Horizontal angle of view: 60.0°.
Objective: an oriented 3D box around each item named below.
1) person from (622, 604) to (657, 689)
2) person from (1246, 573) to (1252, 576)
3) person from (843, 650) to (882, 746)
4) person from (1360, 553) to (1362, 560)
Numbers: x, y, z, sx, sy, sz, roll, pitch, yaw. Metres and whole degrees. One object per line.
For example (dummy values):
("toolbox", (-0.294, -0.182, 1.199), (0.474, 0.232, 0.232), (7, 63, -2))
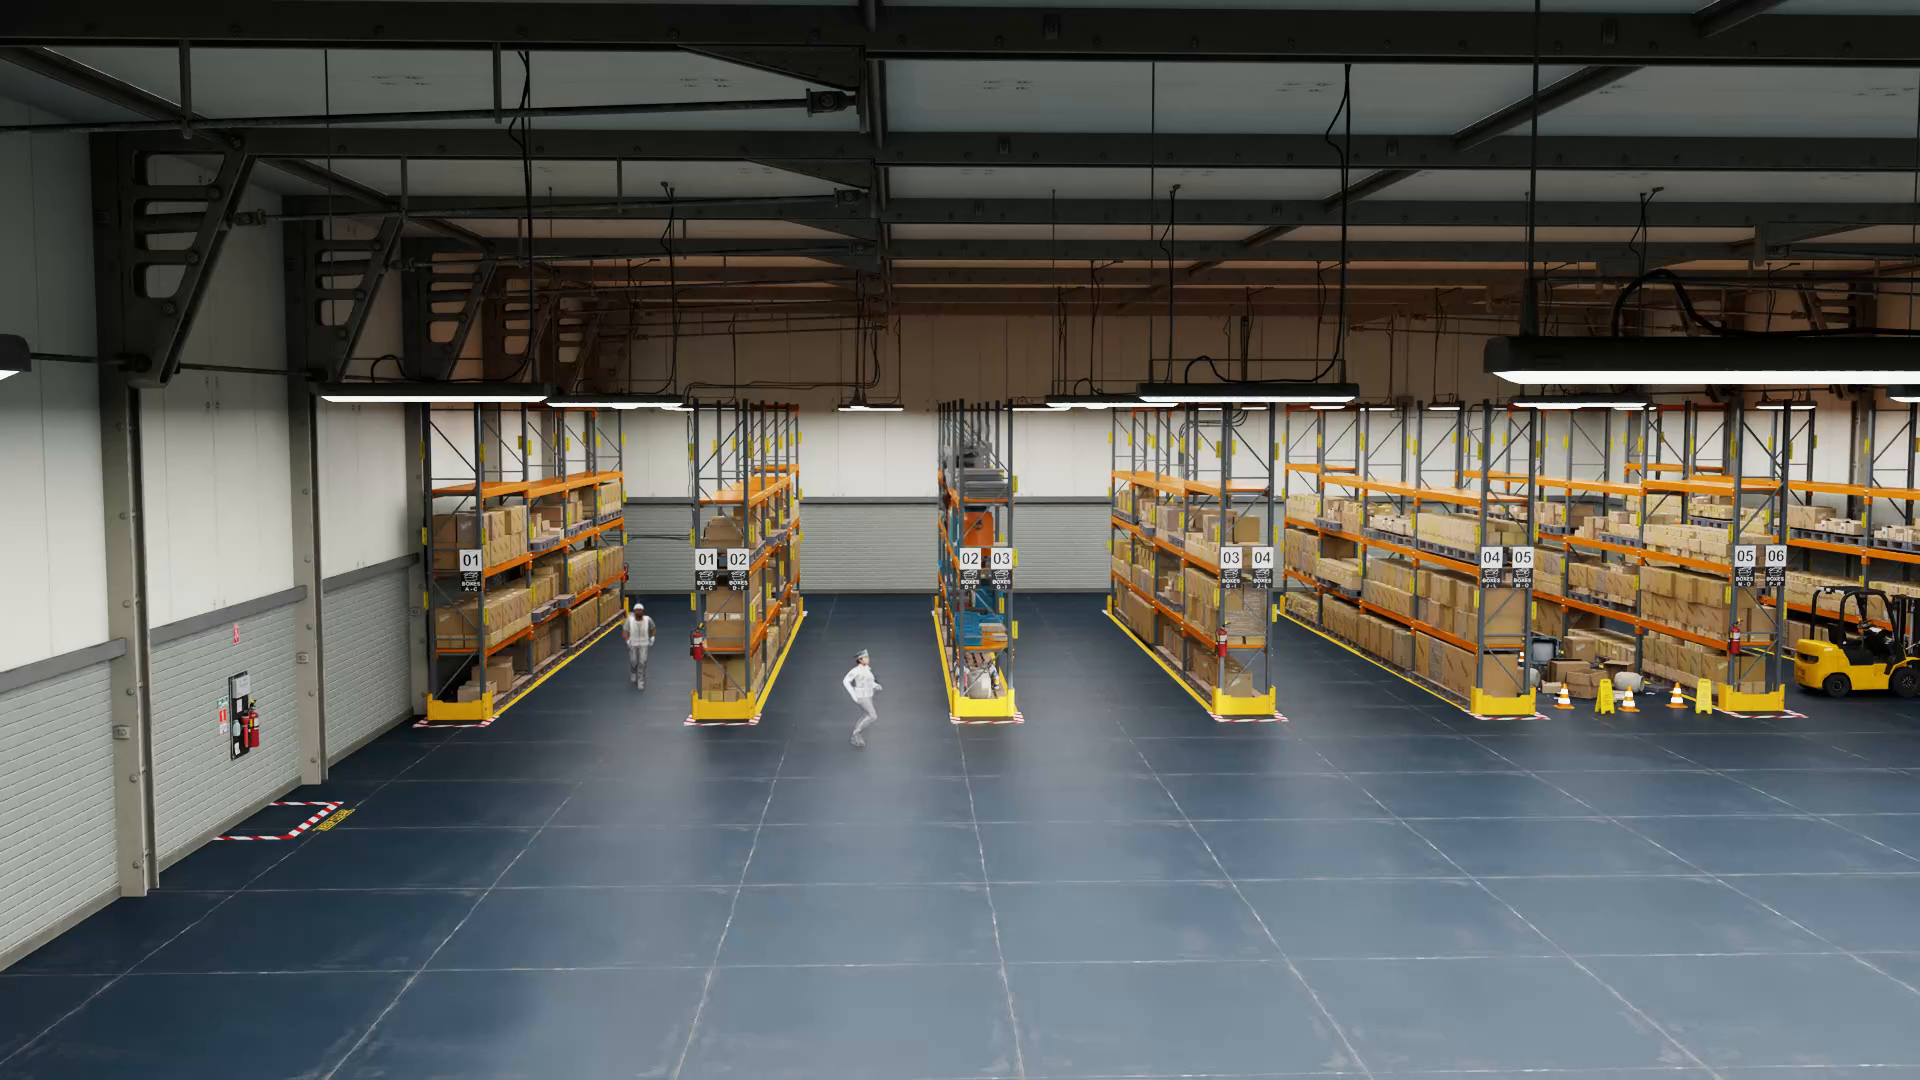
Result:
("person", (-6.706, 2.208, 34.833), (0.707, 1.763, 0.693), (-1, 4, -13))
("person", (8.075, 1.388, 45.898), (0.725, 1.810, 0.890), (1, 4, 11))
("person", (-1.627, 2.712, 28.554), (0.624, 1.655, 0.593), (2, 5, 24))
("person", (11.442, 1.258, 47.513), (0.658, 1.806, 0.735), (-1, 4, -14))
